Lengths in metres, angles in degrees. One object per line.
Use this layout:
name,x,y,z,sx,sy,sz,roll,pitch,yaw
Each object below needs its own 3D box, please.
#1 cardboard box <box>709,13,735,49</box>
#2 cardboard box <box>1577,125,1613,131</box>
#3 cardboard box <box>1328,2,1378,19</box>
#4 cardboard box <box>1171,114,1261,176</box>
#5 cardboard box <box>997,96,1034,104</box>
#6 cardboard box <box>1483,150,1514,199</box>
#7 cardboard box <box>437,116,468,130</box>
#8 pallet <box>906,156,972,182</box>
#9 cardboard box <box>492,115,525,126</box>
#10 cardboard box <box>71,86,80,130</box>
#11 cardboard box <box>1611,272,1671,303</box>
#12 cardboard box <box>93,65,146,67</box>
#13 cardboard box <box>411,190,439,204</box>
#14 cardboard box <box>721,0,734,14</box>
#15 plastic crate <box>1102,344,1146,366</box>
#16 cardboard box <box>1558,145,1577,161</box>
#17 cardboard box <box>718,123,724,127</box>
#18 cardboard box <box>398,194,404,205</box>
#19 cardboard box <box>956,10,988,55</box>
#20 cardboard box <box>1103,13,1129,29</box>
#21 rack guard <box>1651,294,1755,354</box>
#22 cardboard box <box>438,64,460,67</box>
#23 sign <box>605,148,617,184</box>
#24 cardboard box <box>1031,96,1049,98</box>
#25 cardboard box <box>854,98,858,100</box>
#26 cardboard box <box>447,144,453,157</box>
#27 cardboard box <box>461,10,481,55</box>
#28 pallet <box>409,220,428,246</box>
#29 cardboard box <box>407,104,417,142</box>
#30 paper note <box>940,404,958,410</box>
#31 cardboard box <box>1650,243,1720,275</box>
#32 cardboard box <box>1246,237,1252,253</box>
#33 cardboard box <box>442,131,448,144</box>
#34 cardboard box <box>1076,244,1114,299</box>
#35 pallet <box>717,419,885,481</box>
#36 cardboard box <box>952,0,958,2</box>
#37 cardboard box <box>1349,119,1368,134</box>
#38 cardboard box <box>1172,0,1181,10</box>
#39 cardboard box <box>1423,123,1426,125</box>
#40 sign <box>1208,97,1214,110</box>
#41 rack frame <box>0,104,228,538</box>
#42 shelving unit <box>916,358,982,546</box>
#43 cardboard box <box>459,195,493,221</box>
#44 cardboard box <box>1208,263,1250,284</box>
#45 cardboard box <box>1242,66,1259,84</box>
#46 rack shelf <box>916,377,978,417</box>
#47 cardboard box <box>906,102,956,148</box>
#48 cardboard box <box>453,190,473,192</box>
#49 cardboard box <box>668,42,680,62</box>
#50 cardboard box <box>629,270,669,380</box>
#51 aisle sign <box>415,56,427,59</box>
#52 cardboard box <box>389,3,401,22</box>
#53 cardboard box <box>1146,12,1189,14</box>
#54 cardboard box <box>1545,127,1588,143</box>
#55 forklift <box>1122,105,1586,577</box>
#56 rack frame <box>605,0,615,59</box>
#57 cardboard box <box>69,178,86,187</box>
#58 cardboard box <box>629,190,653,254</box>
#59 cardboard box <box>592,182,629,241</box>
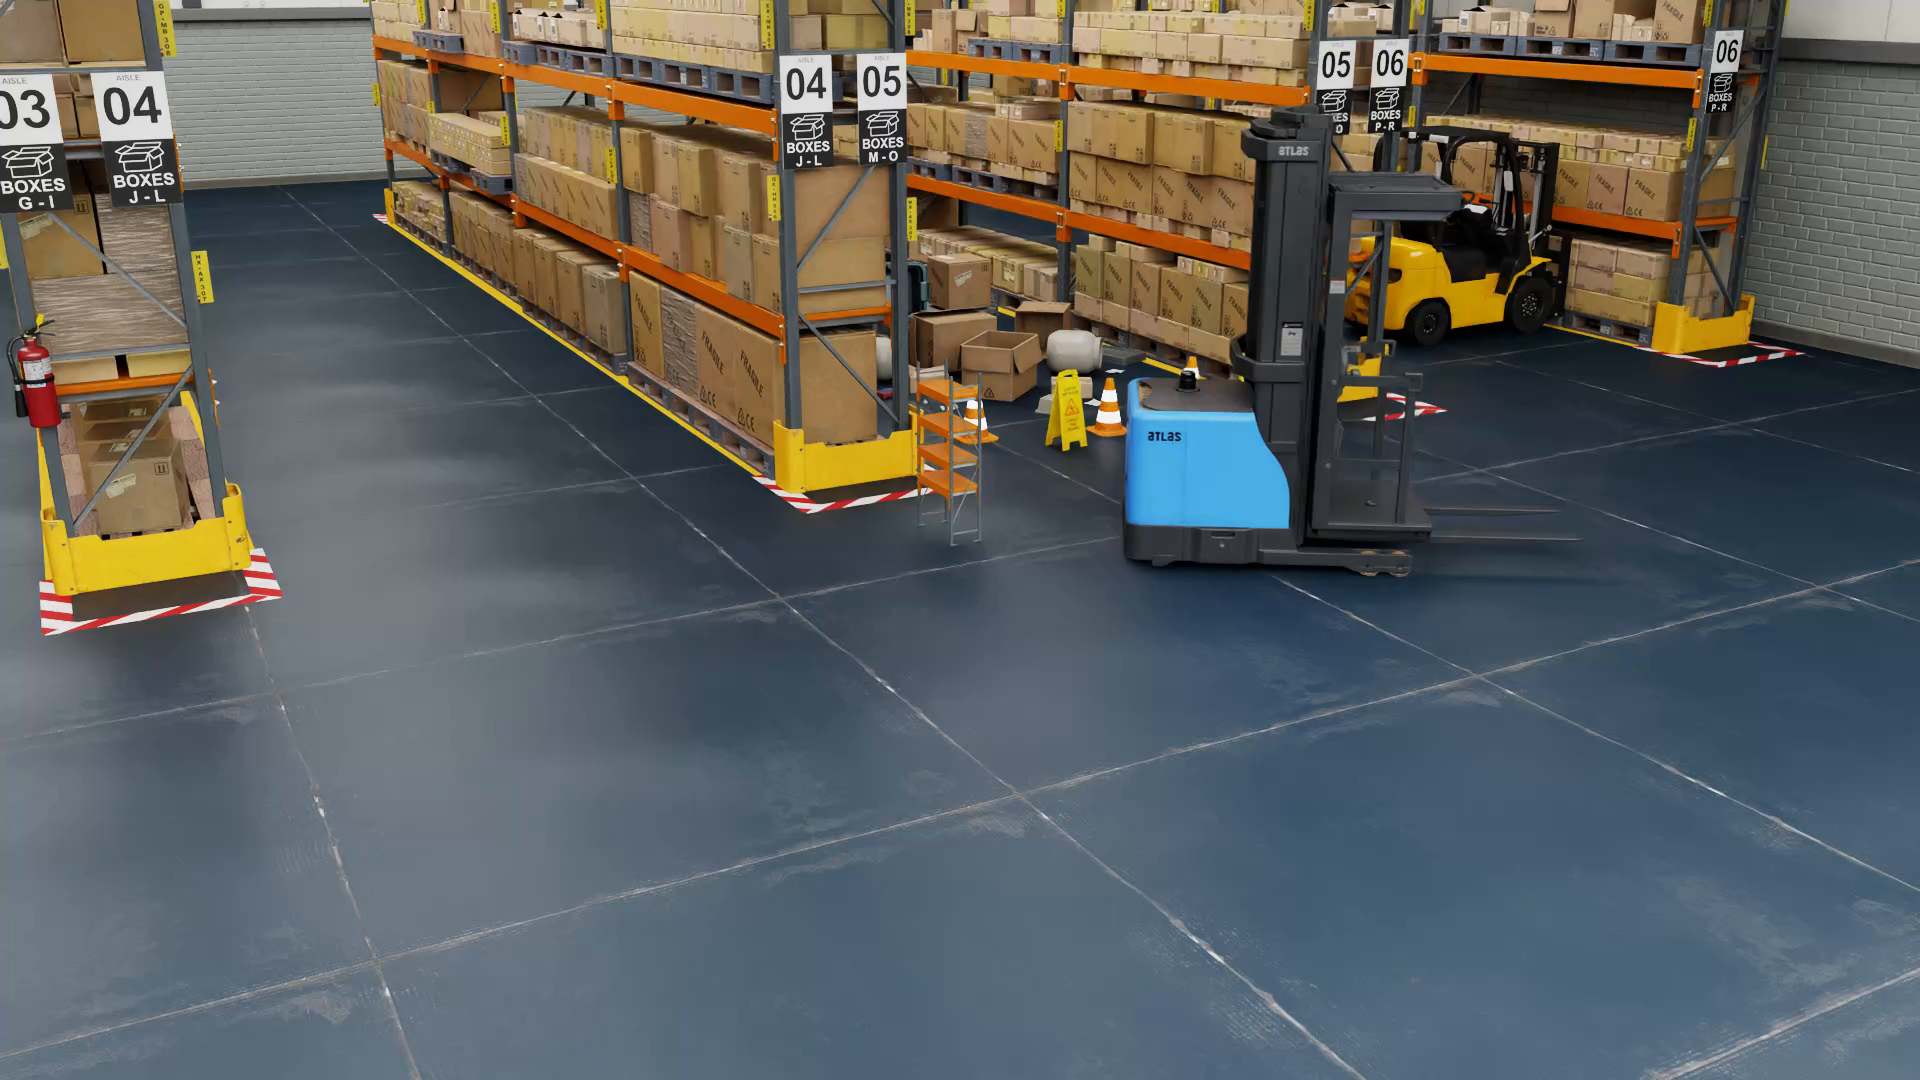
cardboard box,-1.583,-3.885,12.669,0.500,0.250,0.500,-10,21,-27
cardboard box,7.126,-4.548,18.611,0.380,0.149,0.250,-10,21,-26
cardboard box,4.985,-6.636,21.006,0.500,0.311,0.500,-11,22,-28
cardboard box,2.439,-3.756,15.777,0.700,0.500,0.500,-10,22,-27
cardboard box,0.667,-5.270,20.057,0.380,0.149,0.250,-11,22,-29
cardboard box,6.392,-4.212,19.085,0.500,0.500,0.500,-10,22,-27
cardboard box,-6.527,-5.379,21.450,0.380,0.149,0.250,-10,21,-26
pallet,0.074,-4.724,21.017,1.213,0.211,1.003,-10,21,-27
cardboard box,-5.830,-5.404,21.524,0.380,0.149,0.250,-10,21,-27
cardboard box,-5.533,-2.844,10.905,0.500,0.250,0.500,-11,22,-28
cardboard box,7.301,-2.702,17.669,0.500,0.250,0.500,-10,22,-27
cardboard box,-5.246,-2.911,10.489,0.380,0.149,0.250,-9,21,-25
cardboard box,-7.873,-5.058,24.505,0.380,0.149,0.250,-10,21,-26
cardboard box,-1.565,-4.022,12.455,0.380,0.149,0.250,-10,21,-26
plastic crate,1.565,-1.896,17.005,0.583,0.080,0.402,16,25,39
cardboard box,6.765,-4.251,18.203,0.380,0.149,0.250,-10,21,-26
cardboard box,-3.692,-6.874,26.802,0.500,0.500,0.500,-10,21,-27
cardboard box,-8.362,-5.217,25.424,0.380,0.149,0.250,-10,21,-27
cardboard box,0.391,-6.036,19.768,0.797,0.503,0.637,-10,21,-27
cardboard box,1.670,-5.242,16.789,0.380,0.149,0.250,-11,22,-28
rack guard,7.819,-2.287,17.494,1.175,0.500,0.348,-10,21,-27
cardboard box,-7.280,-6.626,24.094,0.500,0.500,0.500,-11,22,-29
sign,-3.240,-3.482,15.469,0.100,0.325,0.005,-10,21,-27
cardboard box,1.176,-7.386,28.211,0.500,0.250,0.500,-10,21,-27
cardboard box,-1.085,-5.776,22.087,0.500,0.500,0.500,-10,21,-26
cardboard box,-6.292,-4.954,21.132,0.380,0.149,0.250,-11,22,-29
cardboard box,-5.644,-6.082,19.908,0.500,0.500,0.500,-10,21,-27
pallet,-7.500,-4.575,24.566,1.003,0.211,1.213,-10,21,-27
cardboard box,-7.525,-5.930,23.610,0.500,0.500,0.500,-10,21,-27
paper note,-0.098,-1.207,15.086,0.144,0.017,0.142,-3,19,-8
cardboard box,7.745,-3.015,17.808,0.500,0.250,0.500,-10,22,-27
cardboard box,2.857,-2.717,15.292,0.380,0.149,0.250,-10,22,-27
cardboard box,-6.412,-5.169,21.297,0.380,0.149,0.250,-11,22,-29
cardboard box,1.584,-2.896,17.849,0.500,0.500,0.500,-9,21,-24
pallet,-1.316,-0.810,13.654,1.003,0.211,1.213,-10,21,-27
cardboard box,0.199,-9.627,29.340,0.500,0.250,0.500,-10,22,-27
cardboard box,5.100,-5.247,21.090,0.380,0.149,0.250,-11,22,-28
cardboard box,3.298,-7.741,24.032,0.380,0.149,0.250,-10,22,-28
cardboard box,5.930,-5.112,20.701,0.380,0.149,0.250,-11,22,-28
sign,3.535,-6.196,23.334,0.100,0.325,0.005,-10,21,-27
rack frame,-5.281,-1.171,10.427,1.000,3.000,0.127,-10,21,-27
shelving unit,-0.079,-0.615,11.573,0.258,1.200,0.503,-10,21,-27
cardboard box,-6.193,-4.321,21.594,0.500,0.250,0.500,-9,21,-25
cardboard box,2.597,-2.551,15.852,0.380,0.149,0.250,-9,21,-25
cardboard box,2.782,-4.212,15.027,0.380,0.149,0.250,-9,21,-25
rack shelf,-0.079,-0.986,11.445,0.258,0.148,0.480,-10,21,-27
cardboard box,-0.348,-5.224,20.919,0.500,0.500,0.500,-11,22,-28
cardboard box,-7.267,-5.071,24.543,0.380,0.149,0.250,-10,21,-26
cardboard box,-2.171,-4.010,13.643,0.380,0.149,0.250,-10,21,-26
cardboard box,-2.530,-2.061,15.620,0.875,0.875,0.875,-10,21,-26
aisle sign,-8.236,-7.800,25.651,0.394,0.787,0.004,-10,21,-27
cardboard box,-7.766,-7.479,23.572,0.500,0.250,0.500,-11,22,-29
cardboard box,2.119,-5.322,17.020,0.380,0.149,0.250,-9,21,-25
cardboard box,6.718,-4.480,18.413,0.380,0.149,0.250,-10,21,-26
forklift,2.640,-1.323,10.971,3.031,2.935,1.130,1,19,4
rack frame,-2.767,-5.895,14.918,1.000,3.000,0.127,-10,21,-27
cardboard box,-6.002,-2.094,10.959,0.500,0.500,0.500,-10,21,-27
cardboard box,-2.582,-3.025,15.571,0.875,0.550,0.550,-10,21,-27
cardboard box,-3.250,-3.214,16.195,0.500,0.500,0.500,-10,21,-27
